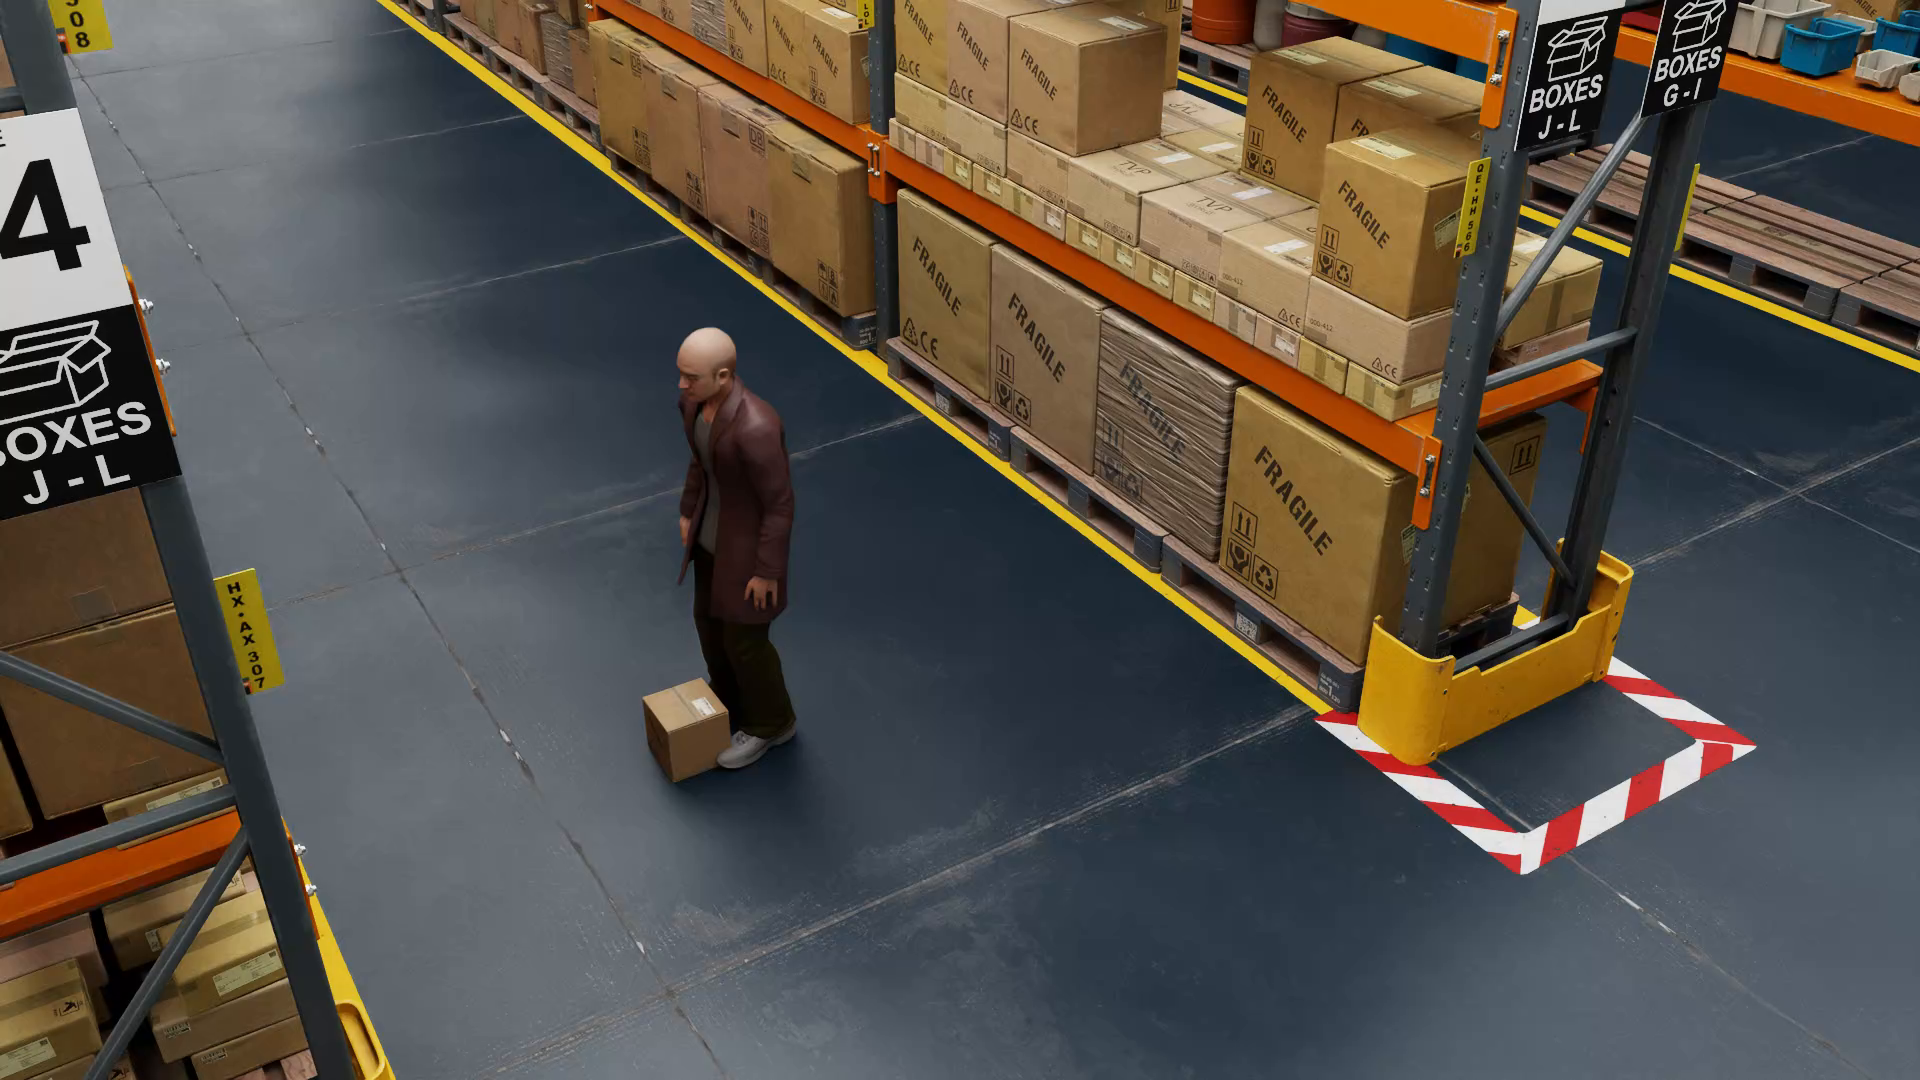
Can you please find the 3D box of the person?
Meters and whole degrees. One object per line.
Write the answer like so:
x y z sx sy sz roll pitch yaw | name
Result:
-0.838 0.016 6.127 0.429 1.772 0.647 -21 38 -30 | person
